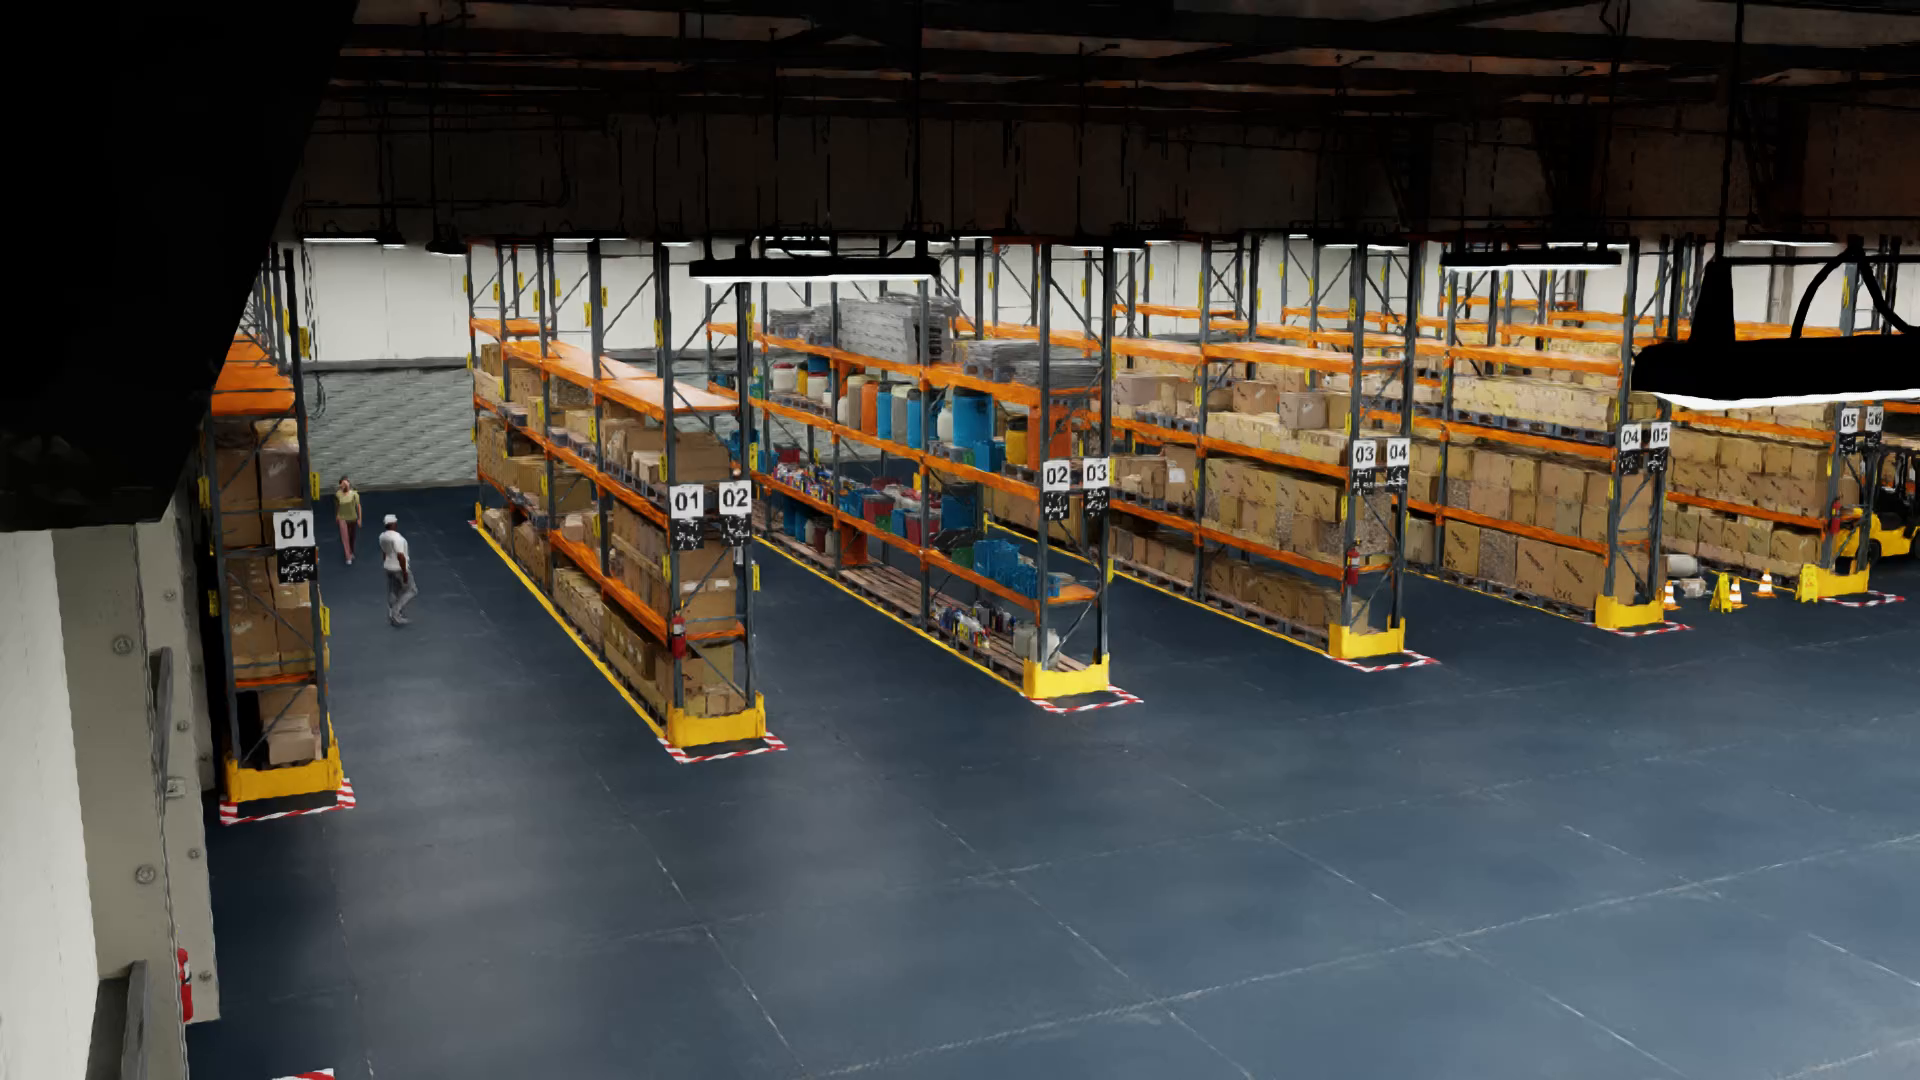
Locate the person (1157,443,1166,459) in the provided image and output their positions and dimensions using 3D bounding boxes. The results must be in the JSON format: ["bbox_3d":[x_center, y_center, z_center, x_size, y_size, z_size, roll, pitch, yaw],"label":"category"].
[{"bbox_3d":[4.302,-1.295,35.539,0.446,1.590,1.109,-4,12,-21],"label":"person"}]

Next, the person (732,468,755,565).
[{"bbox_3d":[-4.055,-0.453,30.703,0.640,1.788,0.505,8,13,35],"label":"person"}]

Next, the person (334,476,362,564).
[{"bbox_3d":[-11.356,-0.395,30.903,0.456,1.612,1.019,-5,12,-25],"label":"person"}]

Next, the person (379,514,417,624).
[{"bbox_3d":[-8.857,0.459,26.119,0.609,1.763,0.457,9,14,40],"label":"person"}]
